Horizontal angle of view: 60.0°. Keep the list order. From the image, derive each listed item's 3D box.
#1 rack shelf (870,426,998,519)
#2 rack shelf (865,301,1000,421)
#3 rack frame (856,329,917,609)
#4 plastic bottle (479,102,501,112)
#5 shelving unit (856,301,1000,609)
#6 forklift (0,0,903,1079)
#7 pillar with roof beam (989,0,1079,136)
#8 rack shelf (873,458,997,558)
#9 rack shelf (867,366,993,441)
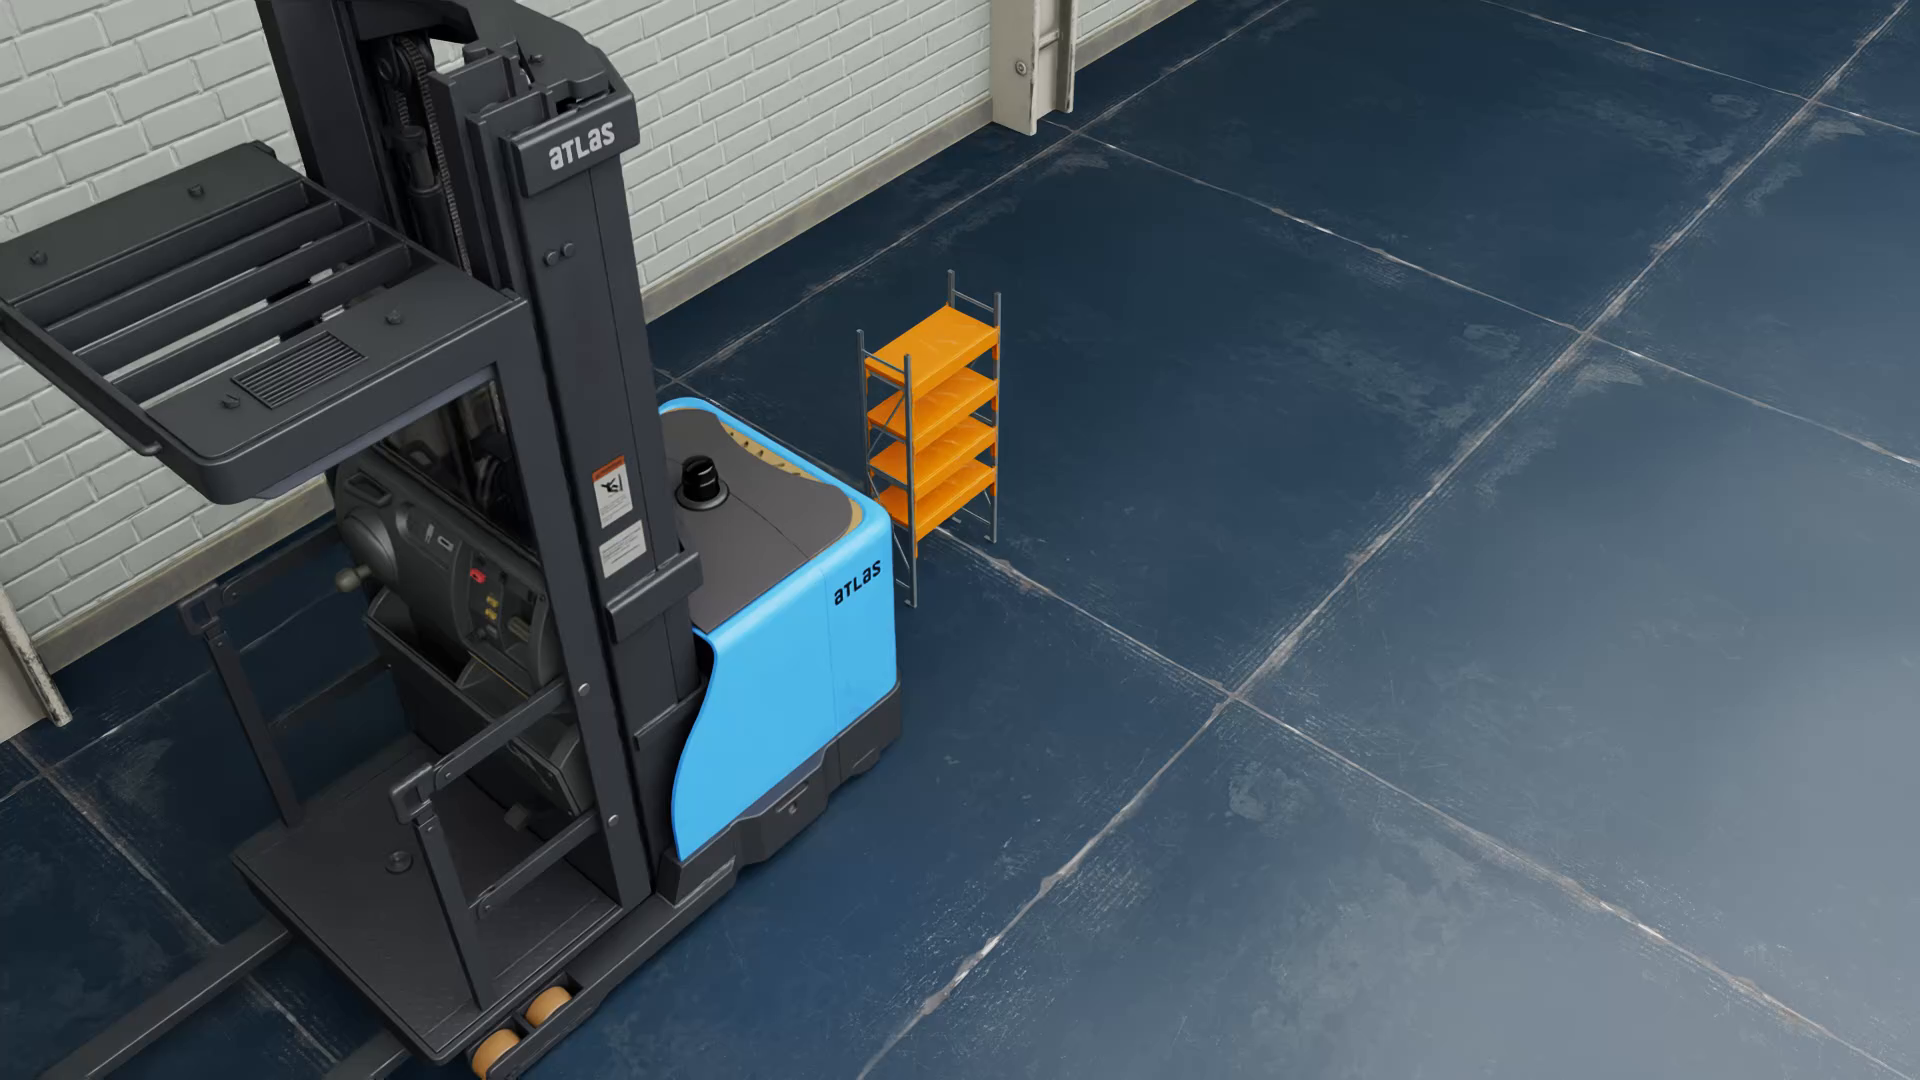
[{"bbox_3d":[-0.107,-0.309,6.298,0.258,0.148,0.480,29,50,28],"label":"rack shelf"},{"bbox_3d":[-0.106,-0.649,5.988,0.258,0.148,0.480,29,50,28],"label":"rack shelf"},{"bbox_3d":[-0.264,-0.233,6.114,0.240,1.200,0.015,29,50,28],"label":"rack frame"},{"bbox_3d":[-1.267,-1.047,3.753,0.754,0.105,0.141,28,49,27],"label":"plastic bottle"},{"bbox_3d":[-0.110,-0.356,6.249,0.258,1.200,0.492,29,50,28],"label":"shelving unit"},{"bbox_3d":[-1.552,0.152,4.404,1.130,2.935,3.031,30,50,29],"label":"forklift"},{"bbox_3d":[3.695,-3.871,4.318,9.100,9.000,0.400,29,50,28],"label":"pillar with roof beam"},{"bbox_3d":[-0.107,-0.162,6.431,0.258,0.148,0.480,29,50,28],"label":"rack shelf"},{"bbox_3d":[-0.107,-0.514,6.111,0.221,0.021,0.457,29,50,28],"label":"rack shelf"}]
